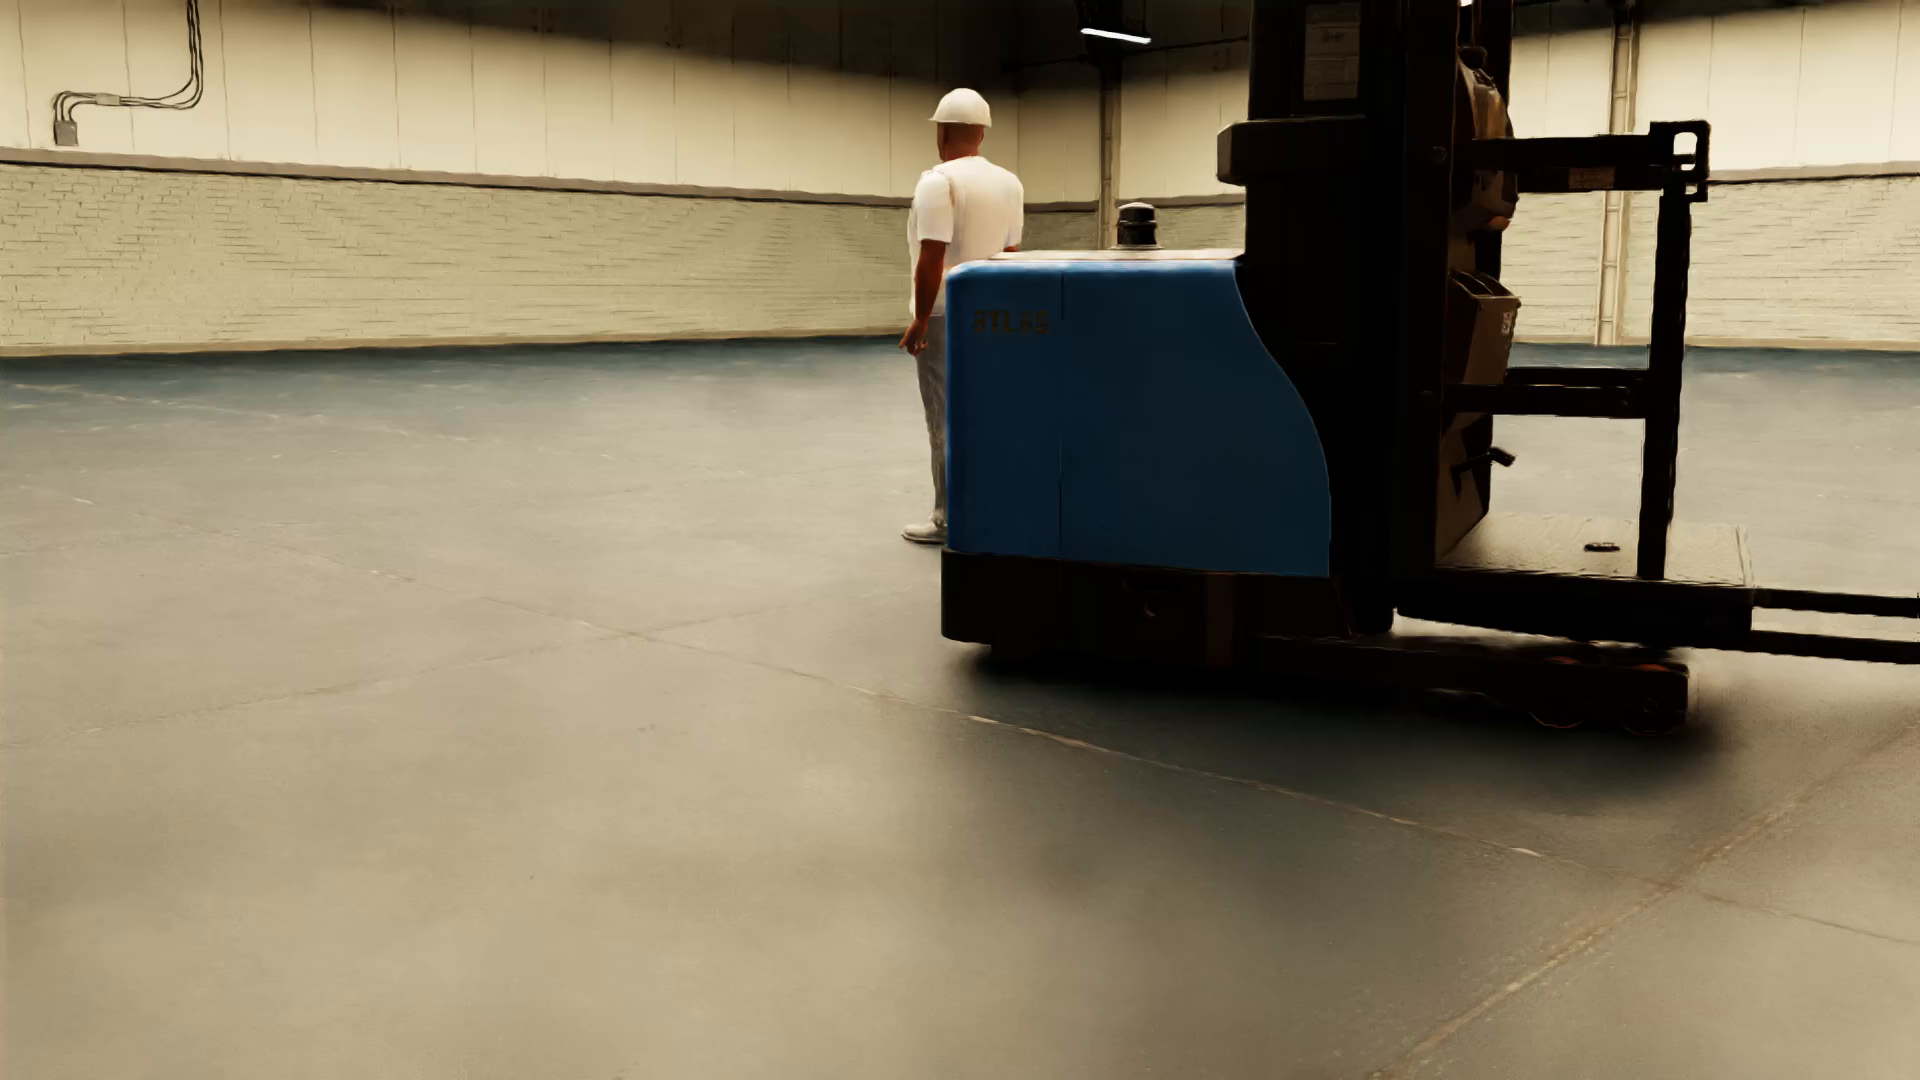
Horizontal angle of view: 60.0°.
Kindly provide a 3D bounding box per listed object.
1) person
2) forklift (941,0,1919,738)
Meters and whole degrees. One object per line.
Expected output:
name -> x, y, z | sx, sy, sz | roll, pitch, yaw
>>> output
person -> -0.010, -0.875, 6.594 | 0.367, 1.771, 0.559 | 8, 12, 43
forklift -> 1.512, -1.093, 4.130 | 3.031, 2.935, 1.130 | 4, 9, 24
